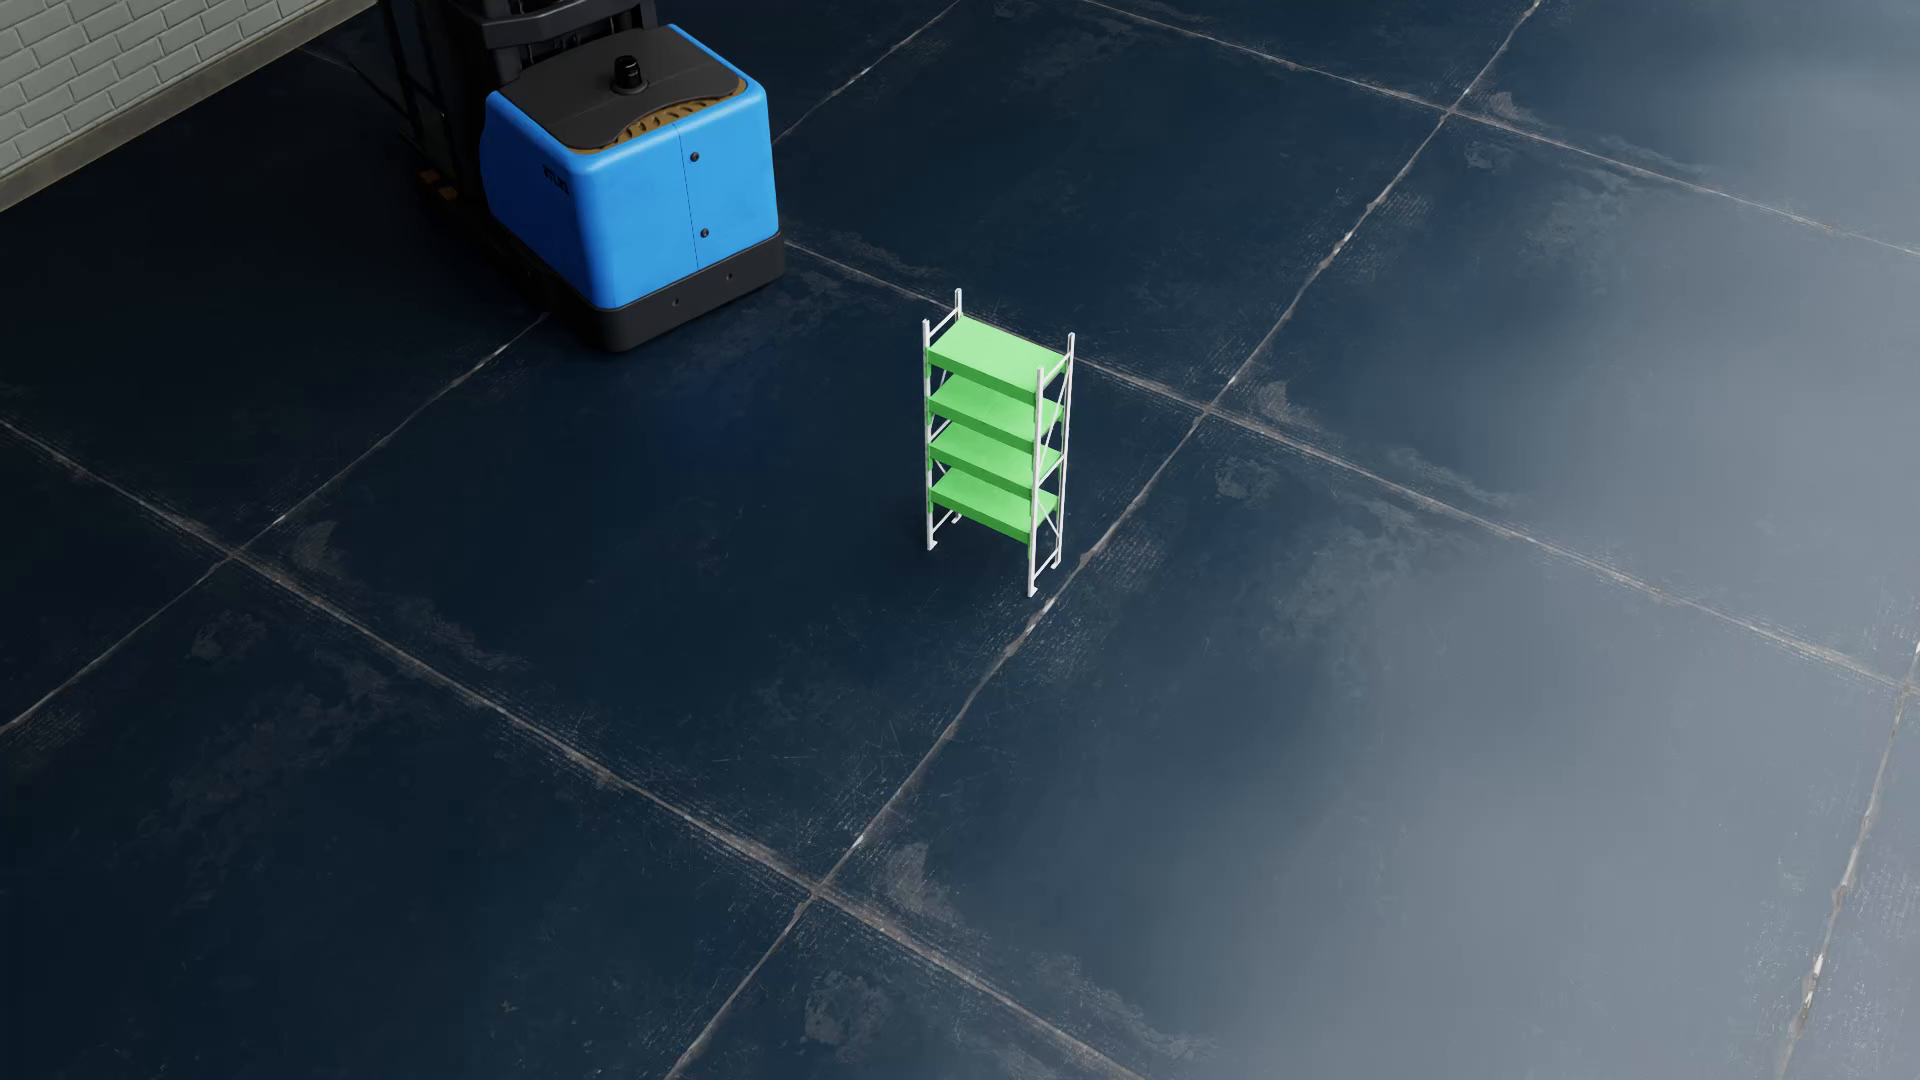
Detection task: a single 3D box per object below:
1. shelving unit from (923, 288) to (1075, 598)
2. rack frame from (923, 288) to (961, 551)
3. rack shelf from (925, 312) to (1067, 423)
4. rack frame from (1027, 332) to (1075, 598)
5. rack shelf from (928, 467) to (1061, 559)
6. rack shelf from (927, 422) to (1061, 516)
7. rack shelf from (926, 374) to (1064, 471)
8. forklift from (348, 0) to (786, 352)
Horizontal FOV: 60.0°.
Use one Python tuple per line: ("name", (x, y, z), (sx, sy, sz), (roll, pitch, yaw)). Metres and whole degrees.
("shelving unit", (0.139, -0.354, 6.479), (0.503, 1.200, 0.258), (25, 51, 22))
("rack frame", (-0.066, -0.449, 6.571), (0.015, 1.200, 0.240), (25, 51, 22))
("rack shelf", (0.139, -0.644, 6.181), (0.480, 0.148, 0.258), (25, 51, 22))
("rack frame", (0.345, -0.260, 6.387), (0.015, 1.200, 0.240), (25, 51, 22))
("rack shelf", (0.139, -0.142, 6.697), (0.480, 0.148, 0.258), (25, 51, 22))
("rack shelf", (0.139, -0.310, 6.525), (0.480, 0.148, 0.258), (25, 51, 22))
("rack shelf", (0.139, -0.477, 6.353), (0.480, 0.148, 0.258), (25, 51, 22))
("forklift", (-2.188, -2.885, 7.732), (1.130, 2.935, 3.031), (-31, 53, -27))
